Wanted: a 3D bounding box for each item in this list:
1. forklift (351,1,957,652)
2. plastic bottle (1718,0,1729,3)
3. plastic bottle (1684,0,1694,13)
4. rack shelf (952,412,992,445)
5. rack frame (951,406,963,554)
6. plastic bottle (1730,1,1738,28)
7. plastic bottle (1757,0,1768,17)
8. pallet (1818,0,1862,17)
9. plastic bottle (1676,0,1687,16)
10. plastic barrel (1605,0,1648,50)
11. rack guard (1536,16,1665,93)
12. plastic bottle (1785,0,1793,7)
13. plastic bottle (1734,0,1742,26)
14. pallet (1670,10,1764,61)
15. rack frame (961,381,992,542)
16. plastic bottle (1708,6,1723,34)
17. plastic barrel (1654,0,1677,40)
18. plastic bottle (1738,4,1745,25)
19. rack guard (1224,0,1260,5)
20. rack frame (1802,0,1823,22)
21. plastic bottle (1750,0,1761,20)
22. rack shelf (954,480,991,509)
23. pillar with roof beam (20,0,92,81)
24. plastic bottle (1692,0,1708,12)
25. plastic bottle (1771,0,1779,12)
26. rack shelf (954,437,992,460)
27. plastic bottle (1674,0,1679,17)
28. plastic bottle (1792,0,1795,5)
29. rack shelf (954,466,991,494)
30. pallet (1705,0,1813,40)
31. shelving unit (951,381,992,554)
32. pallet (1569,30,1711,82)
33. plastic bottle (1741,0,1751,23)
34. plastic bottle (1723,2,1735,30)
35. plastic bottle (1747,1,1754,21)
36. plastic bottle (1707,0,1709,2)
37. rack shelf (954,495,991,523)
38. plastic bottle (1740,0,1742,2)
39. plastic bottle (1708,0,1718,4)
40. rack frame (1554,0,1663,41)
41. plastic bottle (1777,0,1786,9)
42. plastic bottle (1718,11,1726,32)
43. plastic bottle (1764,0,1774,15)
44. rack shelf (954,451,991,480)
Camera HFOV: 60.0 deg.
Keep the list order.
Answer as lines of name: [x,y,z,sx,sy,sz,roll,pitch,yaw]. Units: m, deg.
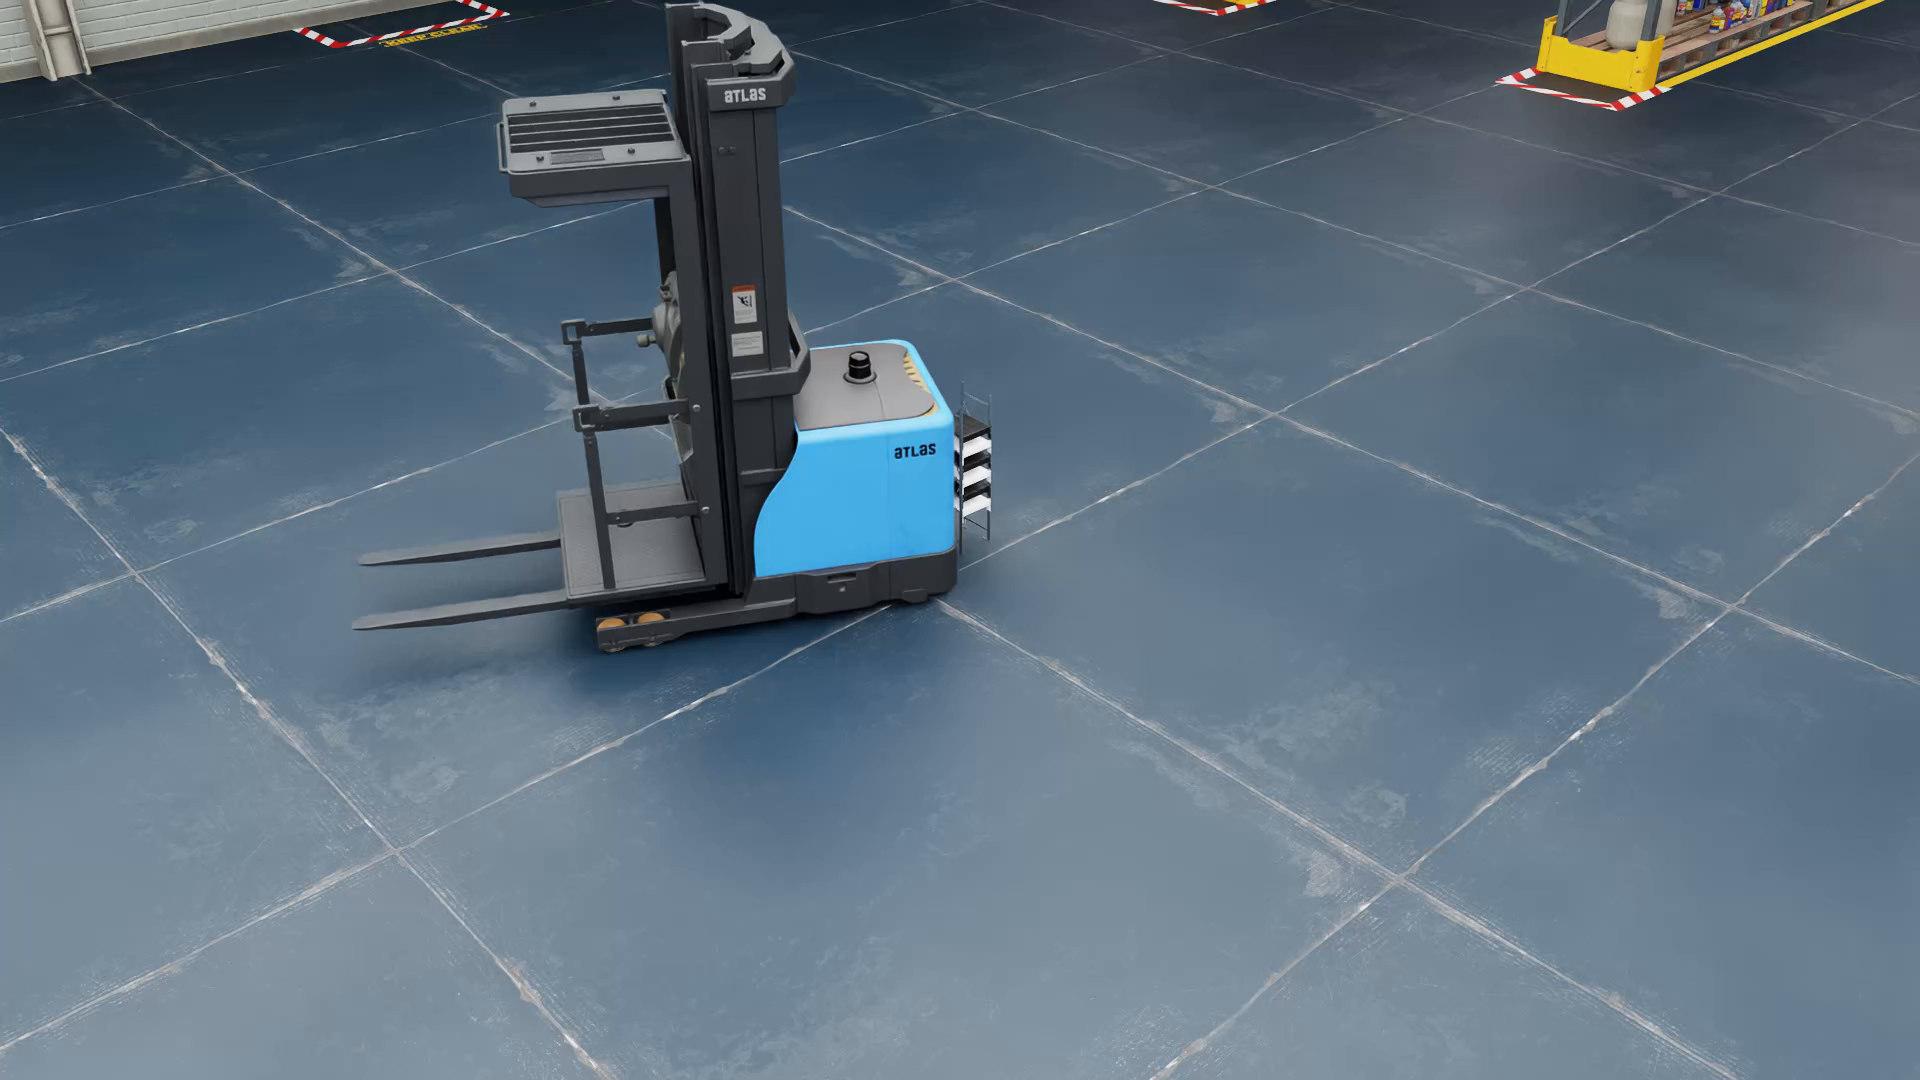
forklift: [-1.591,-0.996,8.069,3.031,2.935,1.130,-8,32,-12]
plastic bottle: [8.599,-6.241,18.699,0.185,0.351,0.144,-26,40,-35]
plastic bottle: [8.029,-5.918,18.314,0.097,0.201,0.097,0,31,0]
rack shelf: [0.010,-0.590,8.897,0.200,0.077,0.258,-25,39,-34]
rack frame: [-0.066,-0.353,8.963,0.006,0.900,0.240,-25,39,-34]
plastic bottle: [8.235,-5.617,17.754,0.097,0.271,0.097,0,31,0]
plastic bottle: [8.722,-5.903,18.145,0.185,0.351,0.144,-26,40,-36]
pallet: [9.925,-6.470,19.629,1.213,0.211,1.003,-26,40,-35]
plastic bottle: [7.895,-5.848,18.198,0.097,0.201,0.097,0,31,0]
plastic barrel: [6.873,-5.328,17.070,0.421,0.512,0.421,0,31,0]
rack guard: [6.466,-4.926,16.827,0.348,0.500,1.175,-26,40,-35]
plastic bottle: [9.247,-6.098,18.530,0.133,0.283,0.061,-24,39,-33]
plastic bottle: [8.308,-5.652,17.812,0.097,0.271,0.097,0,31,0]
pallet: [7.960,-5.520,18.074,1.213,0.211,1.003,-26,40,-35]
rack frame: [0.086,-0.423,9.078,0.006,0.900,0.240,-25,39,-34]
plastic bottle: [7.984,-5.495,17.555,0.097,0.271,0.097,0,31,0]
plastic barrel: [7.241,-5.506,17.361,0.421,0.512,0.421,0,31,0]
plastic bottle: [8.381,-5.658,17.887,0.097,0.201,0.097,0,31,0]
rack guard: [3.060,-6.769,19.840,0.348,0.500,1.175,-26,40,-35]
rack frame: [9.375,-7.366,18.421,0.127,3.000,1.000,-26,40,-35]
plastic bottle: [8.600,-5.815,18.073,0.135,0.276,0.152,-25,39,-35]
rack shelf: [0.010,-0.282,9.085,0.200,0.077,0.258,-25,39,-34]
pillar with roof beam: [-6.241,-6.973,12.027,0.400,9.000,9.100,-26,40,-35]
plastic bottle: [8.170,-5.999,18.374,0.135,0.276,0.152,-26,40,-35]
plastic bottle: [8.958,-6.017,18.333,0.144,0.351,0.185,27,40,37]
rack shelf: [0.010,-0.513,8.944,0.200,0.077,0.258,-25,39,-34]
plastic bottle: [7.767,-5.834,18.097,0.133,0.283,0.061,-26,40,-35]
plastic bottle: [9.321,-6.112,18.631,0.097,0.201,0.097,0,31,0]
rack shelf: [0.010,-0.359,9.038,0.200,0.077,0.258,-25,39,-34]
pallet: [8.855,-5.954,18.785,1.213,0.211,1.003,-26,40,-35]
shelving unit: [0.010,-0.388,9.020,0.210,0.900,0.258,-25,39,-34]
pallet: [7.065,-5.089,17.370,1.213,0.211,1.003,-26,40,-35]
plastic bottle: [8.457,-5.724,17.929,0.097,0.271,0.097,0,31,0]
plastic bottle: [8.162,-5.574,17.672,0.133,0.283,0.061,-25,39,-35]
plastic bottle: [8.532,-5.730,18.007,0.097,0.201,0.097,0,31,0]
plastic bottle: [8.363,-6.229,18.680,0.144,0.351,0.185,27,41,37]
rack shelf: [0.010,-0.205,9.131,0.200,0.077,0.258,-25,39,-34]
plastic bottle: [8.527,-5.858,18.137,0.133,0.283,0.061,-26,40,-35]
plastic bottle: [8.477,-6.165,18.650,0.097,0.271,0.097,0,31,0]
rack frame: [6.442,-5.948,16.101,0.127,3.000,1.000,-26,40,-35]
plastic bottle: [9.099,-6.085,18.444,0.185,0.351,0.144,-27,41,-37]
plastic bottle: [8.060,-5.502,17.633,0.097,0.201,0.097,0,31,0]
plastic bottle: [8.867,-5.915,18.230,0.133,0.283,0.061,-23,38,-32]
rack shelf: [0.010,-0.436,8.991,0.200,0.077,0.258,-25,39,-34]
